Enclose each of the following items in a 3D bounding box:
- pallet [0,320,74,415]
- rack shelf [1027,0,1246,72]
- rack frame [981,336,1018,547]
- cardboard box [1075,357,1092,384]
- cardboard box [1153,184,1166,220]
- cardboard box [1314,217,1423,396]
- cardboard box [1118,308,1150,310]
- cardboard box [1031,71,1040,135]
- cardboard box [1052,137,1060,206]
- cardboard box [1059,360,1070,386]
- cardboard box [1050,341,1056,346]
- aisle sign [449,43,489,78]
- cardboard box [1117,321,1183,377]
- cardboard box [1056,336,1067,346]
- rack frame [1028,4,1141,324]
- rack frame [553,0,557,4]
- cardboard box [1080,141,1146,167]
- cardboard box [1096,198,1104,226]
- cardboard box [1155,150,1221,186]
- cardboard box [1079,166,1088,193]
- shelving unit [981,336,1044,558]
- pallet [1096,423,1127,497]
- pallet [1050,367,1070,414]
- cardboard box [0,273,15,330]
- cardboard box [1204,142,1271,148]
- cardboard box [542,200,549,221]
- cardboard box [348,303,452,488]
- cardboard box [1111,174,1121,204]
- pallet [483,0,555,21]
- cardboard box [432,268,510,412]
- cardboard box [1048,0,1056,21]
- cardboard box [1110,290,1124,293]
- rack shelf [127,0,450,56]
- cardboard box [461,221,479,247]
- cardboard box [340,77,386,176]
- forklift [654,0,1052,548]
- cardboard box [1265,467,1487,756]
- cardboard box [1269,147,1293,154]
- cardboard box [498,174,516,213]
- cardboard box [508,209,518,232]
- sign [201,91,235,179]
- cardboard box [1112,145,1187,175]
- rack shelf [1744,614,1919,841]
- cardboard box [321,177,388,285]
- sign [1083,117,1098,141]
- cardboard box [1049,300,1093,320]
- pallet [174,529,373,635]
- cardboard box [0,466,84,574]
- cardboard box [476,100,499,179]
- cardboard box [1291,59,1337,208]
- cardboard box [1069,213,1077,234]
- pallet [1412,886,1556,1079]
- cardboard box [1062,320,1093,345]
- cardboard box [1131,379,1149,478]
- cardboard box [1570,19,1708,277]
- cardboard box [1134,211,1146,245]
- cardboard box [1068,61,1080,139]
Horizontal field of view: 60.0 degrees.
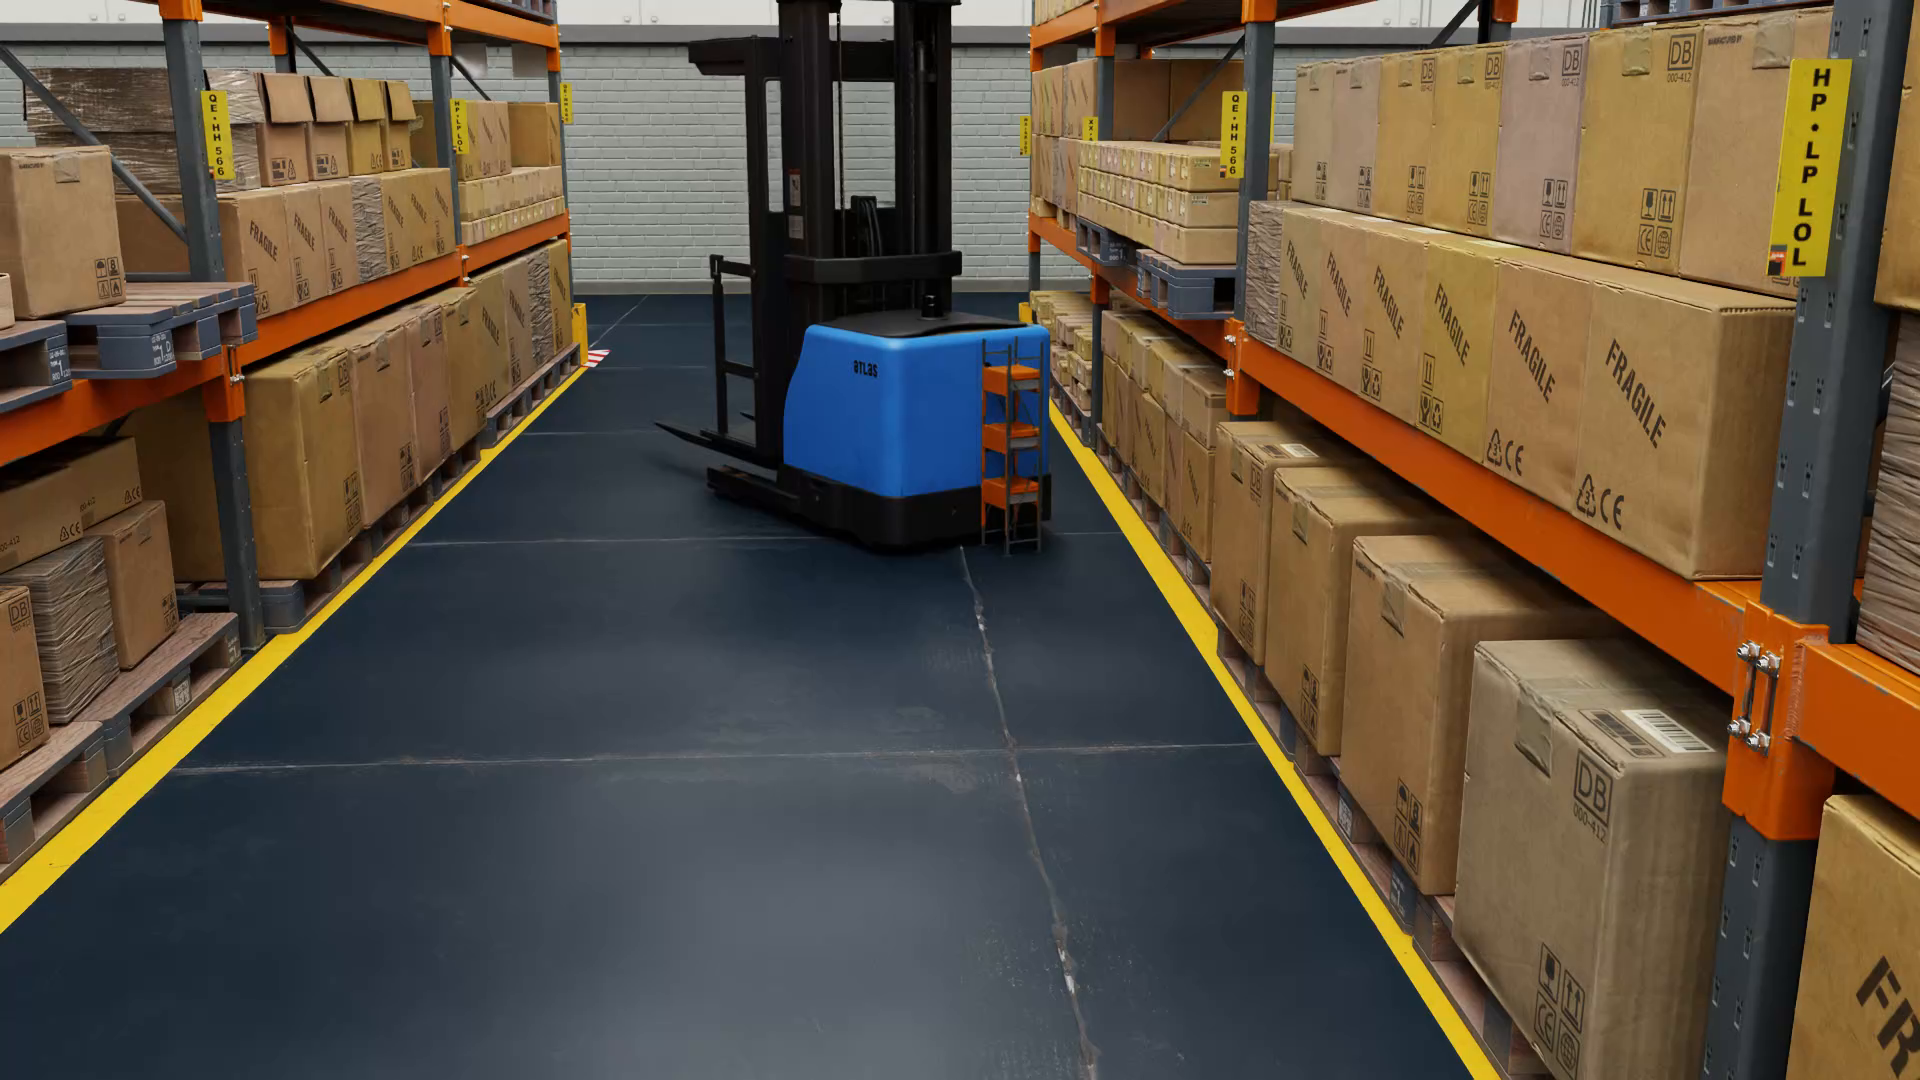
[{"bbox_3d":[-3.193,-0.416,4.510,1.003,0.211,1.213,-1,14,-3],"label":"pallet"},{"bbox_3d":[1.228,-3.649,12.112,1.077,0.370,4.000,-1,14,-3],"label":"rack shelf"},{"bbox_3d":[0.197,-0.488,8.315,0.200,1.050,0.008,-8,16,-28],"label":"rack frame"},{"bbox_3d":[0.986,-1.155,11.275,0.380,0.149,0.250,-2,15,-6],"label":"cardboard box"},{"bbox_3d":[1.077,-1.526,7.501,0.380,0.149,0.250,-1,14,-2],"label":"cardboard box"},{"bbox_3d":[1.423,-0.733,5.155,0.500,0.500,0.500,-1,14,-3],"label":"cardboard box"},{"bbox_3d":[1.422,-1.701,12.801,0.380,0.149,0.250,-1,14,-5],"label":"cardboard box"},{"bbox_3d":[0.867,-3.603,13.706,0.500,0.500,0.500,-1,14,-4],"label":"cardboard box"},{"bbox_3d":[0.970,-2.737,12.347,0.500,0.500,0.500,-1,14,-5],"label":"cardboard box"},{"bbox_3d":[0.923,-1.220,12.125,0.380,0.149,0.250,-1,14,-4],"label":"cardboard box"},{"bbox_3d":[0.844,-1.539,13.365,0.380,0.149,0.250,-1,14,-3],"label":"cardboard box"},{"bbox_3d":[-4.157,-4.263,13.857,0.394,0.787,0.004,-1,14,-3],"label":"aisle sign"},{"bbox_3d":[1.169,-1.083,9.384,0.500,0.250,0.500,0,14,-2],"label":"cardboard box"},{"bbox_3d":[0.963,-1.616,13.069,0.380,0.149,0.250,-2,15,-6],"label":"cardboard box"},{"bbox_3d":[1.104,-3.042,14.330,1.000,3.000,0.127,-1,14,-3],"label":"rack frame"},{"bbox_3d":[-3.853,-5.896,13.382,1.000,3.000,0.127,-1,14,-3],"label":"rack frame"},{"bbox_3d":[0.917,-2.312,9.960,0.380,0.149,0.250,0,14,-1],"label":"cardboard box"},{"bbox_3d":[0.966,-1.830,9.282,0.380,0.149,0.250,-1,14,-3],"label":"cardboard box"},{"bbox_3d":[1.082,-1.665,7.444,0.380,0.149,0.250,0,14,-2],"label":"cardboard box"},{"bbox_3d":[0.917,-2.168,9.997,0.380,0.149,0.250,-1,14,-3],"label":"cardboard box"},{"bbox_3d":[0.256,-0.461,8.211,0.215,1.050,0.252,-8,16,-28],"label":"shelving unit"},{"bbox_3d":[1.402,-0.503,10.058,1.003,0.211,1.213,-1,14,-3],"label":"pallet"},{"bbox_3d":[1.196,-1.167,12.640,1.003,0.211,1.213,-1,14,-3],"label":"pallet"},{"bbox_3d":[-2.984,-0.729,4.766,0.396,0.266,0.258,-1,14,-5],"label":"cardboard box"},{"bbox_3d":[1.603,-2.189,9.482,0.380,0.149,0.250,-1,14,-5],"label":"cardboard box"},{"bbox_3d":[-3.455,-2.596,13.100,0.380,0.149,0.250,-1,14,-2],"label":"cardboard box"},{"bbox_3d":[-3.489,-0.789,8.995,1.225,0.875,0.875,-1,14,-5],"label":"cardboard box"},{"bbox_3d":[1.003,-1.842,8.729,0.380,0.149,0.250,-1,14,-4],"label":"cardboard box"},{"bbox_3d":[-3.796,-4.216,13.051,1.003,0.211,1.213,-1,14,-3],"label":"pallet"},{"bbox_3d":[-3.566,-1.336,11.119,0.875,0.875,0.875,-1,14,-3],"label":"cardboard box"},{"bbox_3d":[0.950,-4.048,12.519,0.500,0.250,0.500,-1,14,-5],"label":"cardboard box"},{"bbox_3d":[1.390,-2.025,14.062,0.380,0.149,0.250,-1,14,-3],"label":"cardboard box"},{"bbox_3d":[-3.481,-2.603,8.046,1.077,0.370,4.000,-1,14,-3],"label":"rack shelf"},{"bbox_3d":[-3.291,-1.953,10.601,0.380,0.149,0.250,-1,14,-3],"label":"cardboard box"},{"bbox_3d":[-3.526,-2.200,8.845,0.797,0.503,0.637,-1,14,-3],"label":"cardboard box"},{"bbox_3d":[-0.788,-1.694,9.230,1.130,2.935,3.031,-10,18,-34],"label":"forklift"},{"bbox_3d":[1.605,0.204,5.386,1.050,0.750,0.750,-1,14,-3],"label":"cardboard box"},{"bbox_3d":[1.681,-1.867,8.230,0.380,0.149,0.250,0,14,-2],"label":"cardboard box"},{"bbox_3d":[-3.436,-2.441,11.696,0.500,0.250,0.500,-1,14,-2],"label":"cardboard box"},{"bbox_3d":[-3.372,-2.275,11.853,0.380,0.149,0.250,-1,14,-3],"label":"cardboard box"},{"bbox_3d":[-2.816,-1.534,6.304,0.100,0.325,0.005,-1,14,-3],"label":"sign"},{"bbox_3d":[0.998,-1.990,8.710,0.380,0.149,0.250,0,14,-1],"label":"cardboard box"},{"bbox_3d":[1.971,0.788,0.887,1.077,0.370,4.000,-1,14,-3],"label":"rack shelf"},{"bbox_3d":[-3.214,-1.554,8.347,0.500,0.500,0.500,-1,14,-3],"label":"cardboard box"},{"bbox_3d":[0.811,-2.456,10.315,0.100,0.325,0.005,-1,14,-3],"label":"sign"},{"bbox_3d":[0.920,-1.826,13.286,0.380,0.149,0.250,-2,15,-6],"label":"cardboard box"},{"bbox_3d":[-3.331,0.152,7.511,1.003,0.211,1.213,-1,14,-3],"label":"pallet"},{"bbox_3d":[-3.243,-0.069,5.402,0.500,0.250,0.500,1,14,3],"label":"cardboard box"},{"bbox_3d":[-3.402,-2.676,11.106,0.500,0.500,0.500,-1,14,-3],"label":"cardboard box"},{"bbox_3d":[1.618,-1.473,6.025,0.700,0.500,0.500,-1,14,-4],"label":"cardboard box"},{"bbox_3d":[0.981,-2.254,11.772,0.380,0.149,0.250,-2,15,-6],"label":"cardboard box"},{"bbox_3d":[1.725,1.102,3.819,1.003,0.211,1.213,-1,14,-3],"label":"pallet"},{"bbox_3d":[0.945,-1.499,12.017,0.380,0.149,0.250,-2,15,-6],"label":"cardboard box"},{"bbox_3d":[1.213,-0.591,8.975,0.500,0.500,0.500,-1,14,-2],"label":"cardboard box"},{"bbox_3d":[1.777,-0.842,3.570,0.700,0.500,0.500,-1,14,-4],"label":"cardboard box"},{"bbox_3d":[1.050,-1.504,8.015,0.380,0.149,0.250,-2,15,-6],"label":"cardboard box"},{"bbox_3d":[1.015,-2.965,11.227,0.500,0.500,0.500,-1,14,-5],"label":"cardboard box"}]
